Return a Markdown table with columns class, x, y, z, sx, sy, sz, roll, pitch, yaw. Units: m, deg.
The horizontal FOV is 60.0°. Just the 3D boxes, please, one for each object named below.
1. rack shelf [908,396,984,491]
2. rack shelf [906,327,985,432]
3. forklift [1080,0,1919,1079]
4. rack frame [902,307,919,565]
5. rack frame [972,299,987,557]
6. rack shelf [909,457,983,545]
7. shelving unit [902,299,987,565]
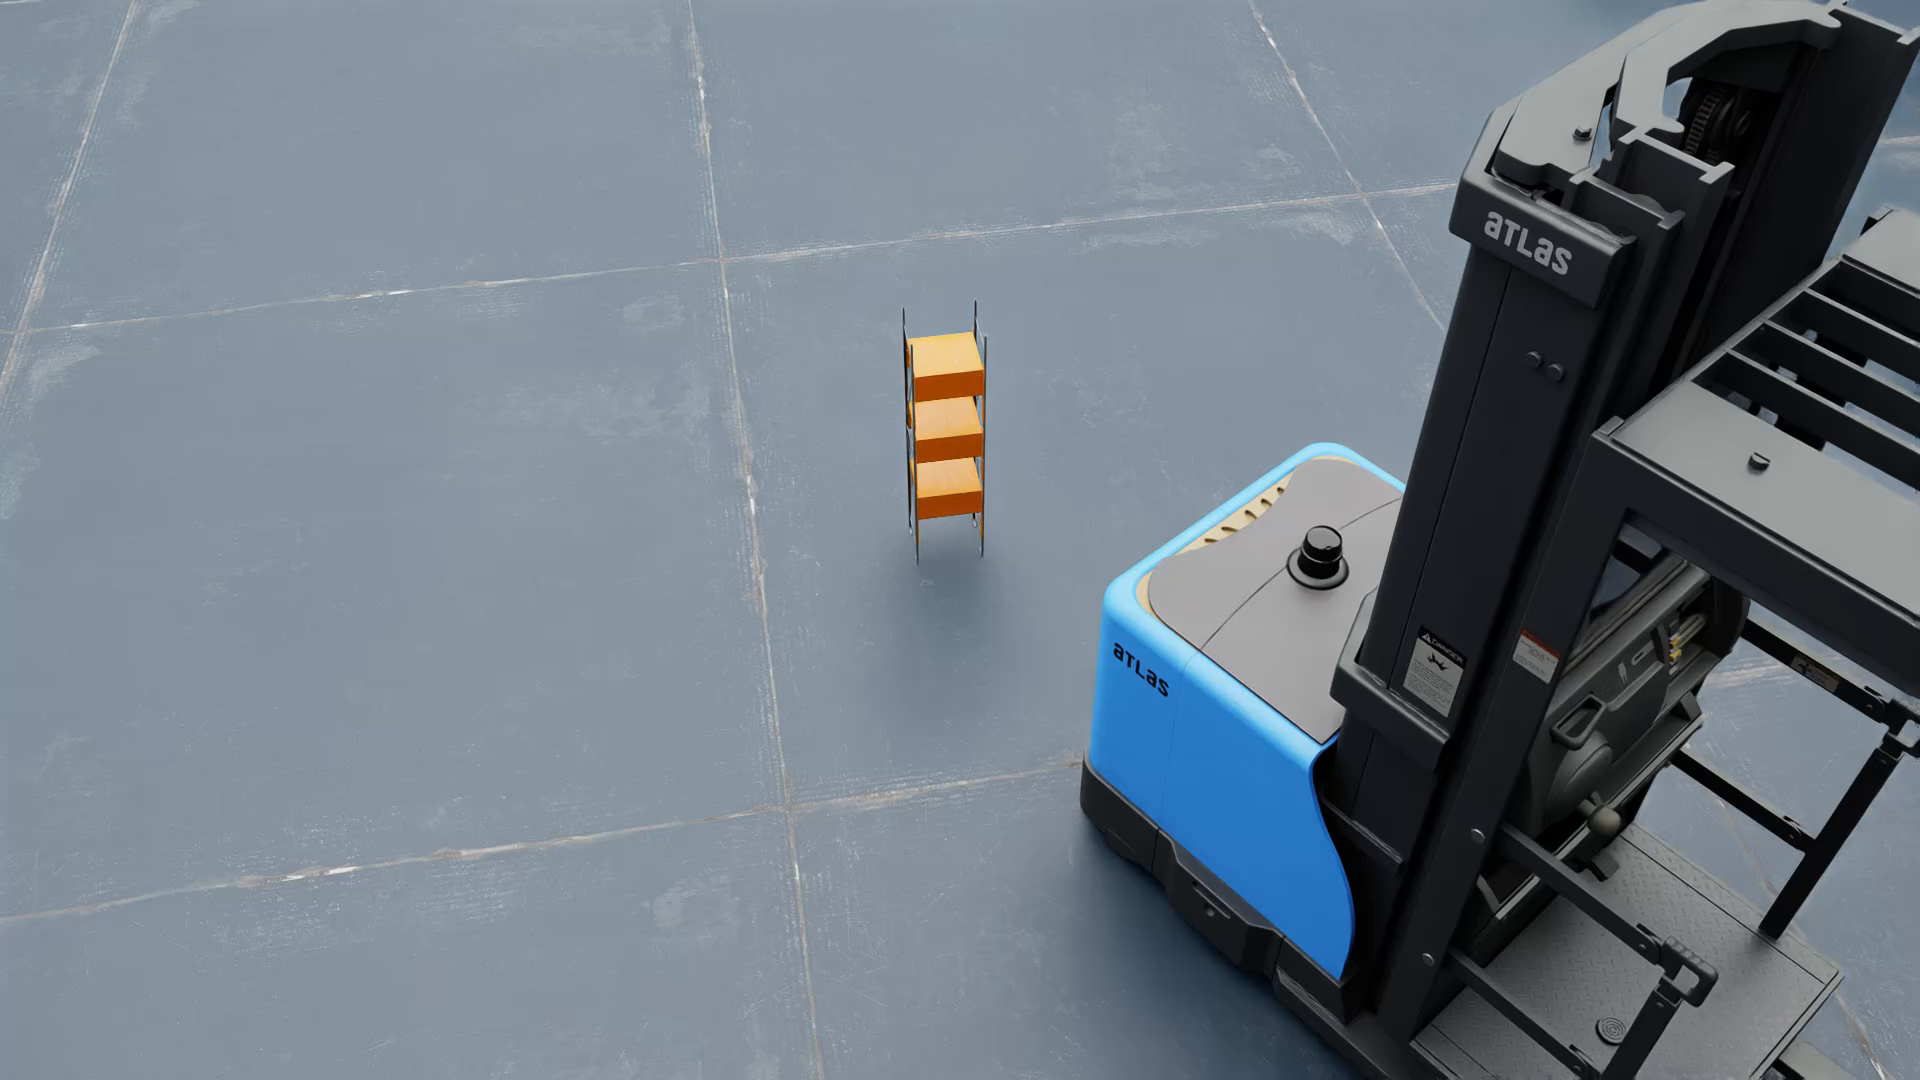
| class | x | y | z | sx | sy | sz | roll | pitch | yaw |
| --- | --- | --- | --- | --- | --- | --- | --- | --- | --- |
| rack shelf | -0.053 | -0.350 | 5.873 | 0.240 | 0.259 | 0.215 | -7 | 46 | -7 |
| rack shelf | -0.053 | -0.547 | 5.669 | 0.240 | 0.259 | 0.215 | -7 | 46 | -7 |
| forklift | 1.739 | 0.428 | 3.802 | 1.130 | 2.935 | 3.031 | -33 | 54 | -27 |
| rack frame | -0.173 | -0.343 | 5.851 | 0.008 | 1.050 | 0.200 | -7 | 46 | -7 |
| rack frame | 0.067 | -0.373 | 5.880 | 0.008 | 1.050 | 0.200 | -7 | 46 | -7 |
| rack shelf | -0.053 | -0.158 | 6.073 | 0.240 | 0.259 | 0.215 | -7 | 46 | -7 |
| shelving unit | -0.053 | -0.358 | 5.866 | 0.252 | 1.050 | 0.215 | -7 | 46 | -7 |
